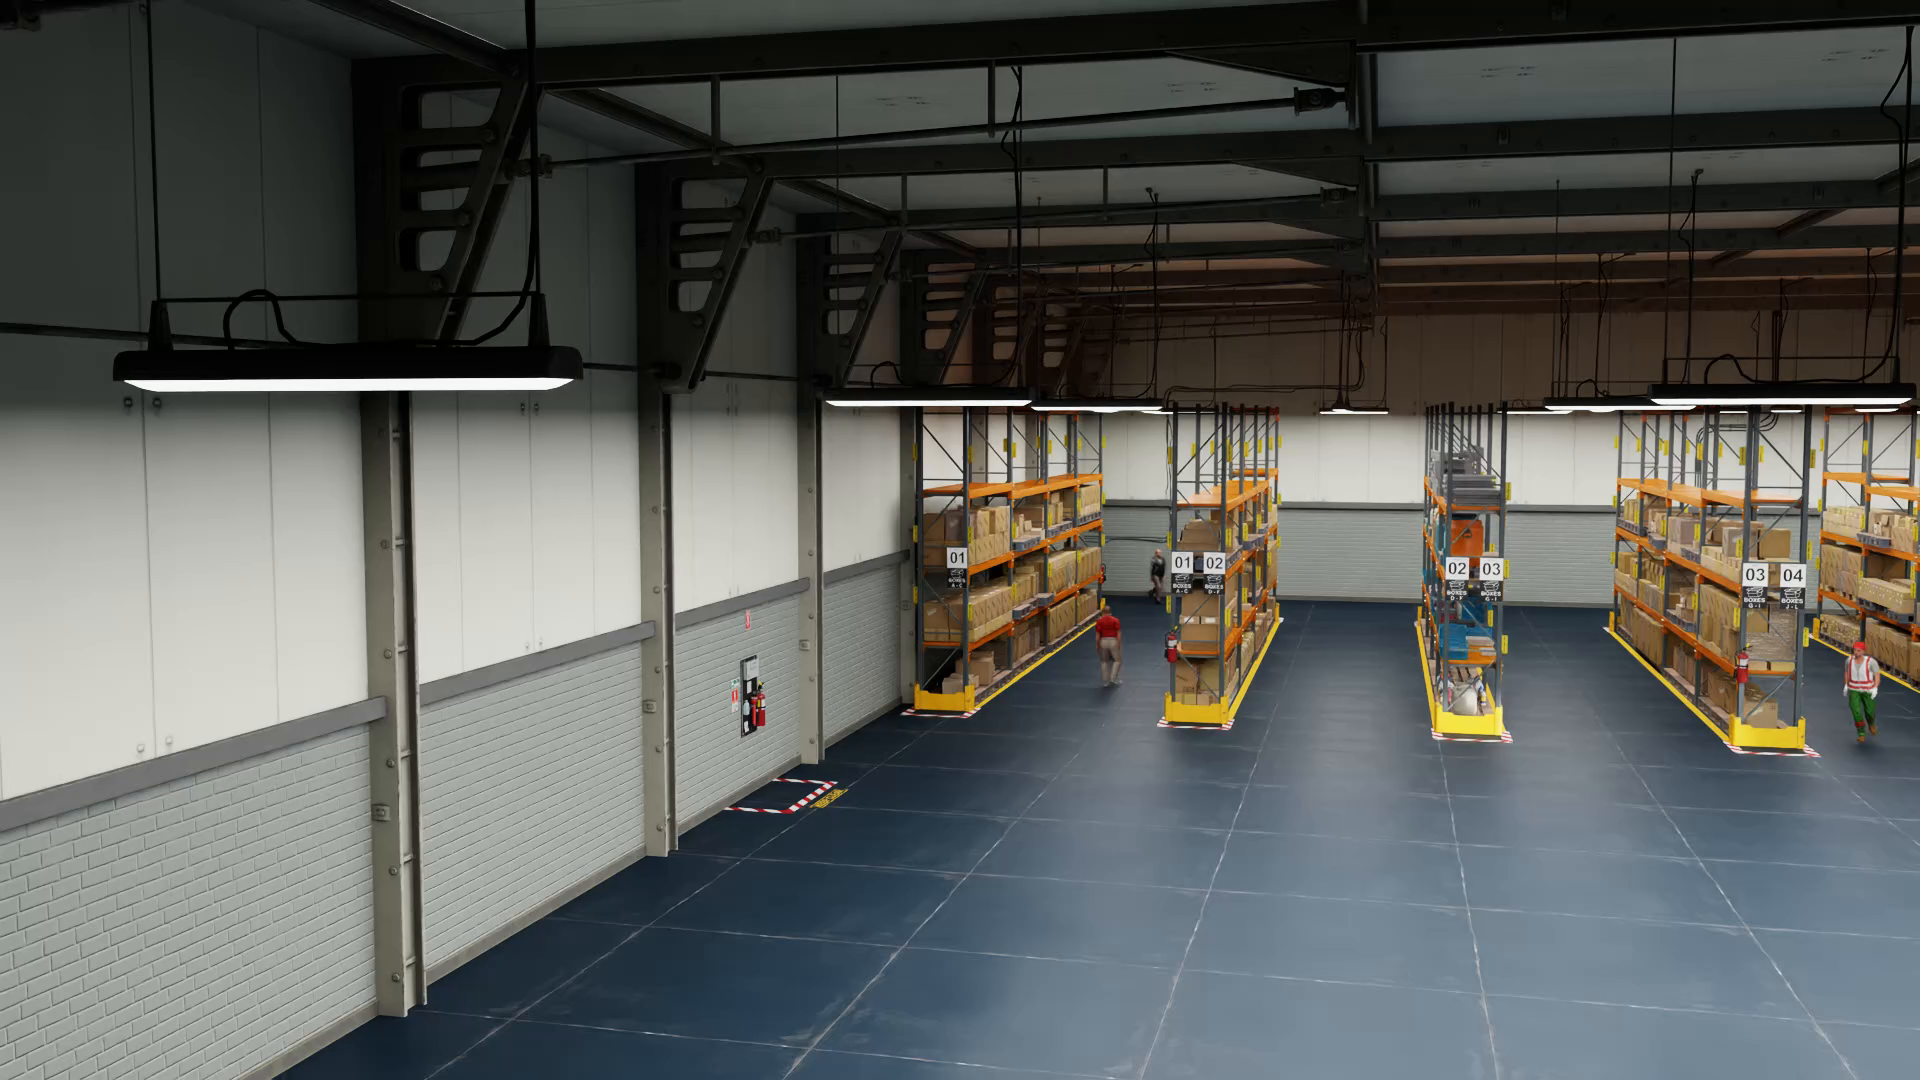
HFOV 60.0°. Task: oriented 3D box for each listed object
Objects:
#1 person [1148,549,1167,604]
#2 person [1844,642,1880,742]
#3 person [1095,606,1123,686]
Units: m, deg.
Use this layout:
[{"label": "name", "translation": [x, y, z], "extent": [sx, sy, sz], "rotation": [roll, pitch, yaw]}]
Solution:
[{"label": "person", "translation": [6.040, 1.108, 51.019], "extent": [0.528, 1.689, 0.855], "rotation": [-3, 5, -36]}, {"label": "person", "translation": [16.000, 2.664, 29.497], "extent": [0.567, 1.769, 0.676], "rotation": [3, 5, 33]}, {"label": "person", "translation": [3.169, 2.257, 35.311], "extent": [0.597, 1.723, 0.529], "rotation": [1, 4, 10]}]
